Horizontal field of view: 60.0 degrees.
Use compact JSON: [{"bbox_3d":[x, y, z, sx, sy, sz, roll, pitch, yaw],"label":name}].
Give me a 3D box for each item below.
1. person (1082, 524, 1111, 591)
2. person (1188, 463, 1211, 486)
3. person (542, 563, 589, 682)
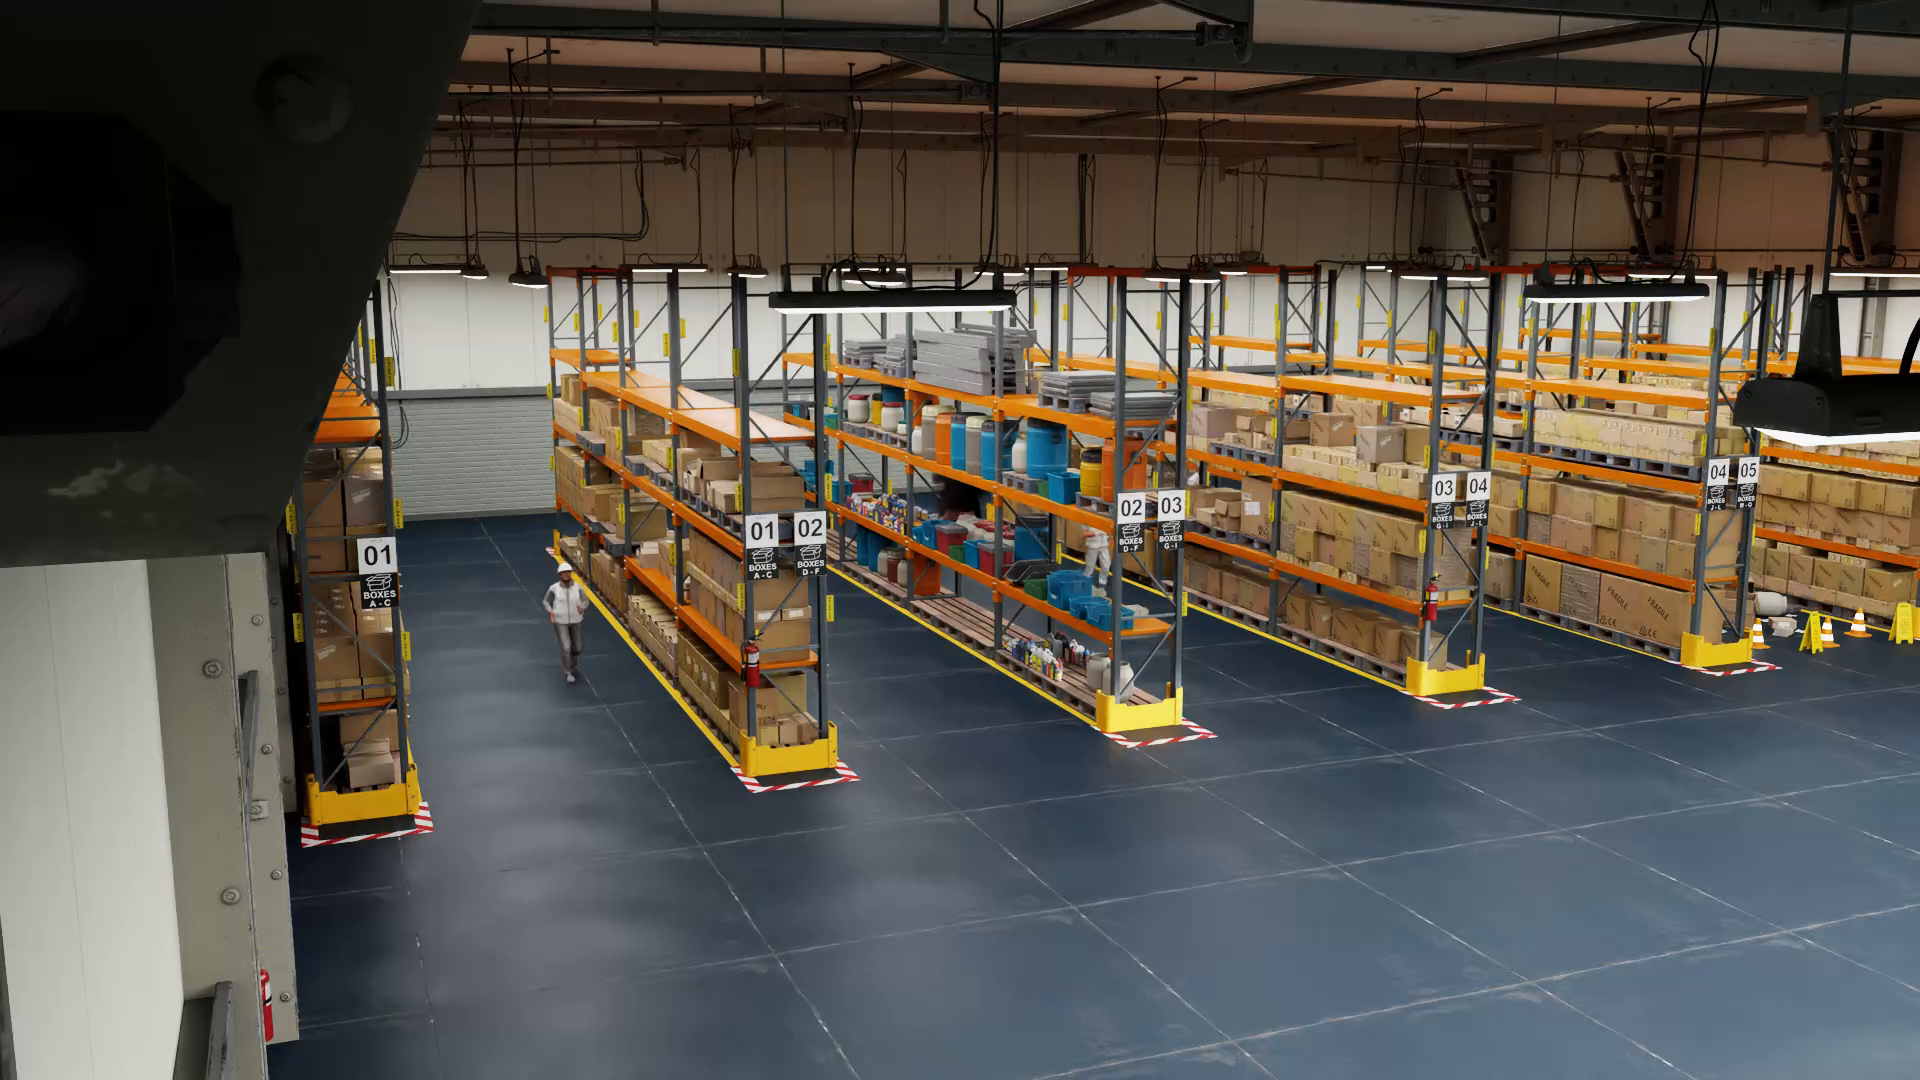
[{"bbox_3d":[2.397,0.192,28.804,0.632,1.879,0.687,-6,11,-30],"label":"person"},{"bbox_3d":[5.365,-0.919,37.284,0.609,1.653,0.668,-4,11,-23],"label":"person"},{"bbox_3d":[-5.851,1.203,24.759,0.678,1.738,0.795,-4,11,-22],"label":"person"}]
